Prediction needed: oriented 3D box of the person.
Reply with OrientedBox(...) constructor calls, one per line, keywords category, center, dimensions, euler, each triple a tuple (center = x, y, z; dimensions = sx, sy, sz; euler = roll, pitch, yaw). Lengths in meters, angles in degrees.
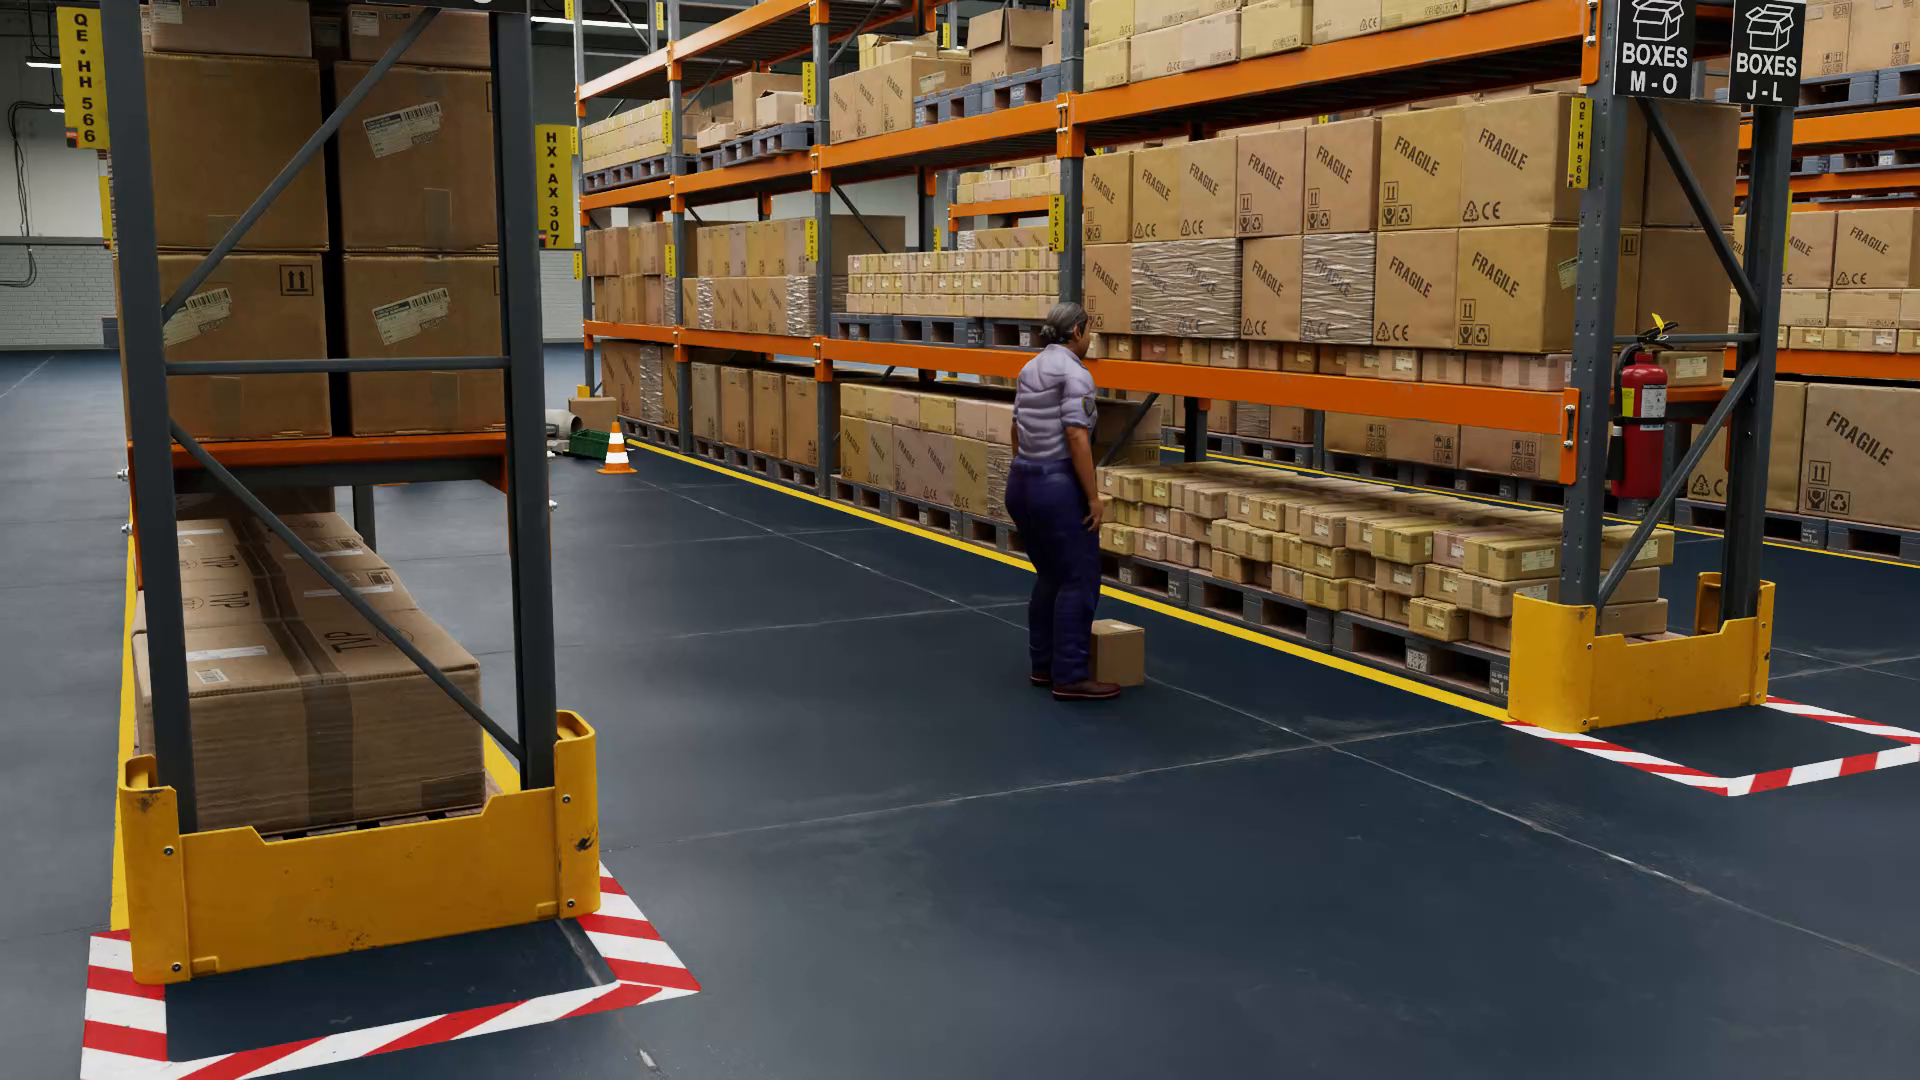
OrientedBox(category="person", center=(0.438, -0.179, 7.050), dimensions=(0.423, 1.652, 0.564), euler=(-5, 10, -29))
